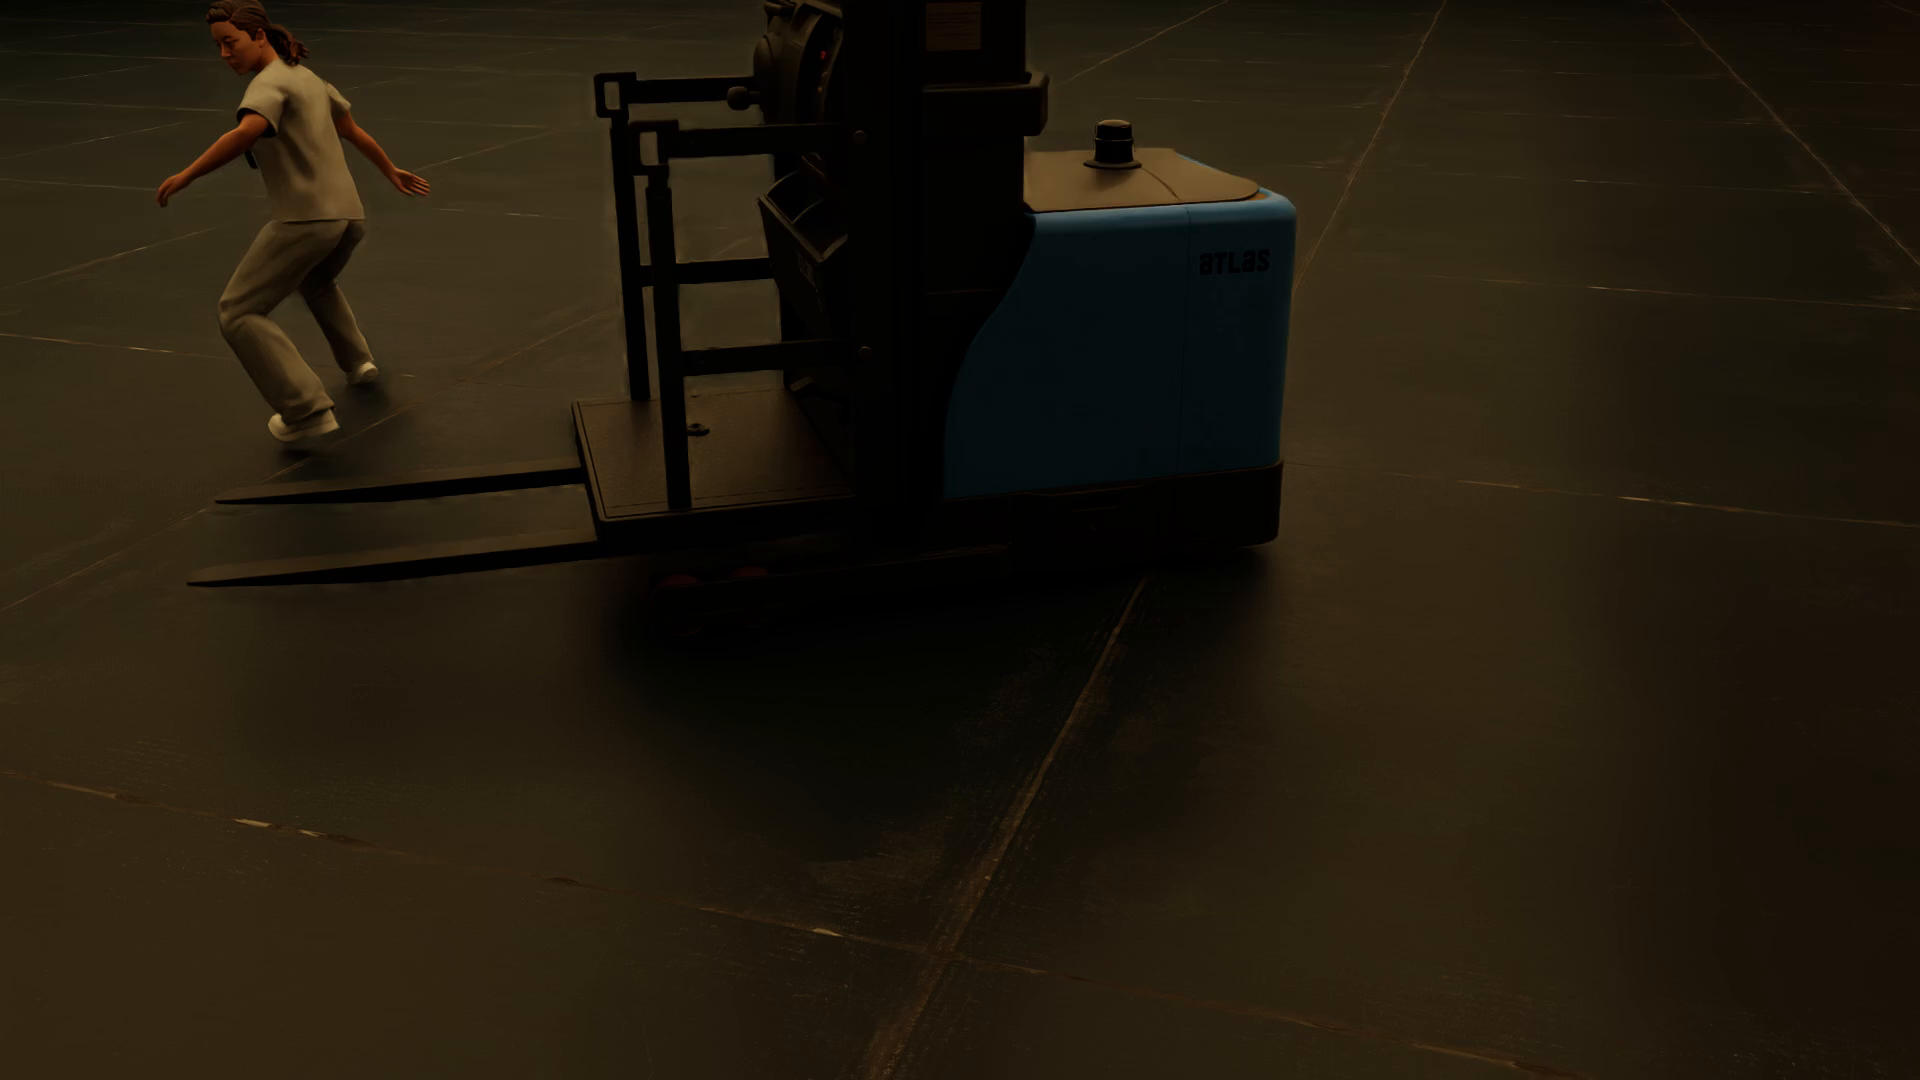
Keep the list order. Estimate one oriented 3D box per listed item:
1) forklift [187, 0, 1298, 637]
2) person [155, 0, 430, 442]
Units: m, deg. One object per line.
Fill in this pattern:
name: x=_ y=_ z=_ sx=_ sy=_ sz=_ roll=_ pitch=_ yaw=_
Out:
forklift: x=-0.621 y=-1.318 z=4.473 sx=3.031 sy=2.935 sz=1.130 roll=-6 pitch=23 yaw=-15
person: x=-2.354 y=-1.122 z=5.995 sx=0.525 sy=1.624 sz=0.989 roll=3 pitch=23 yaw=8
